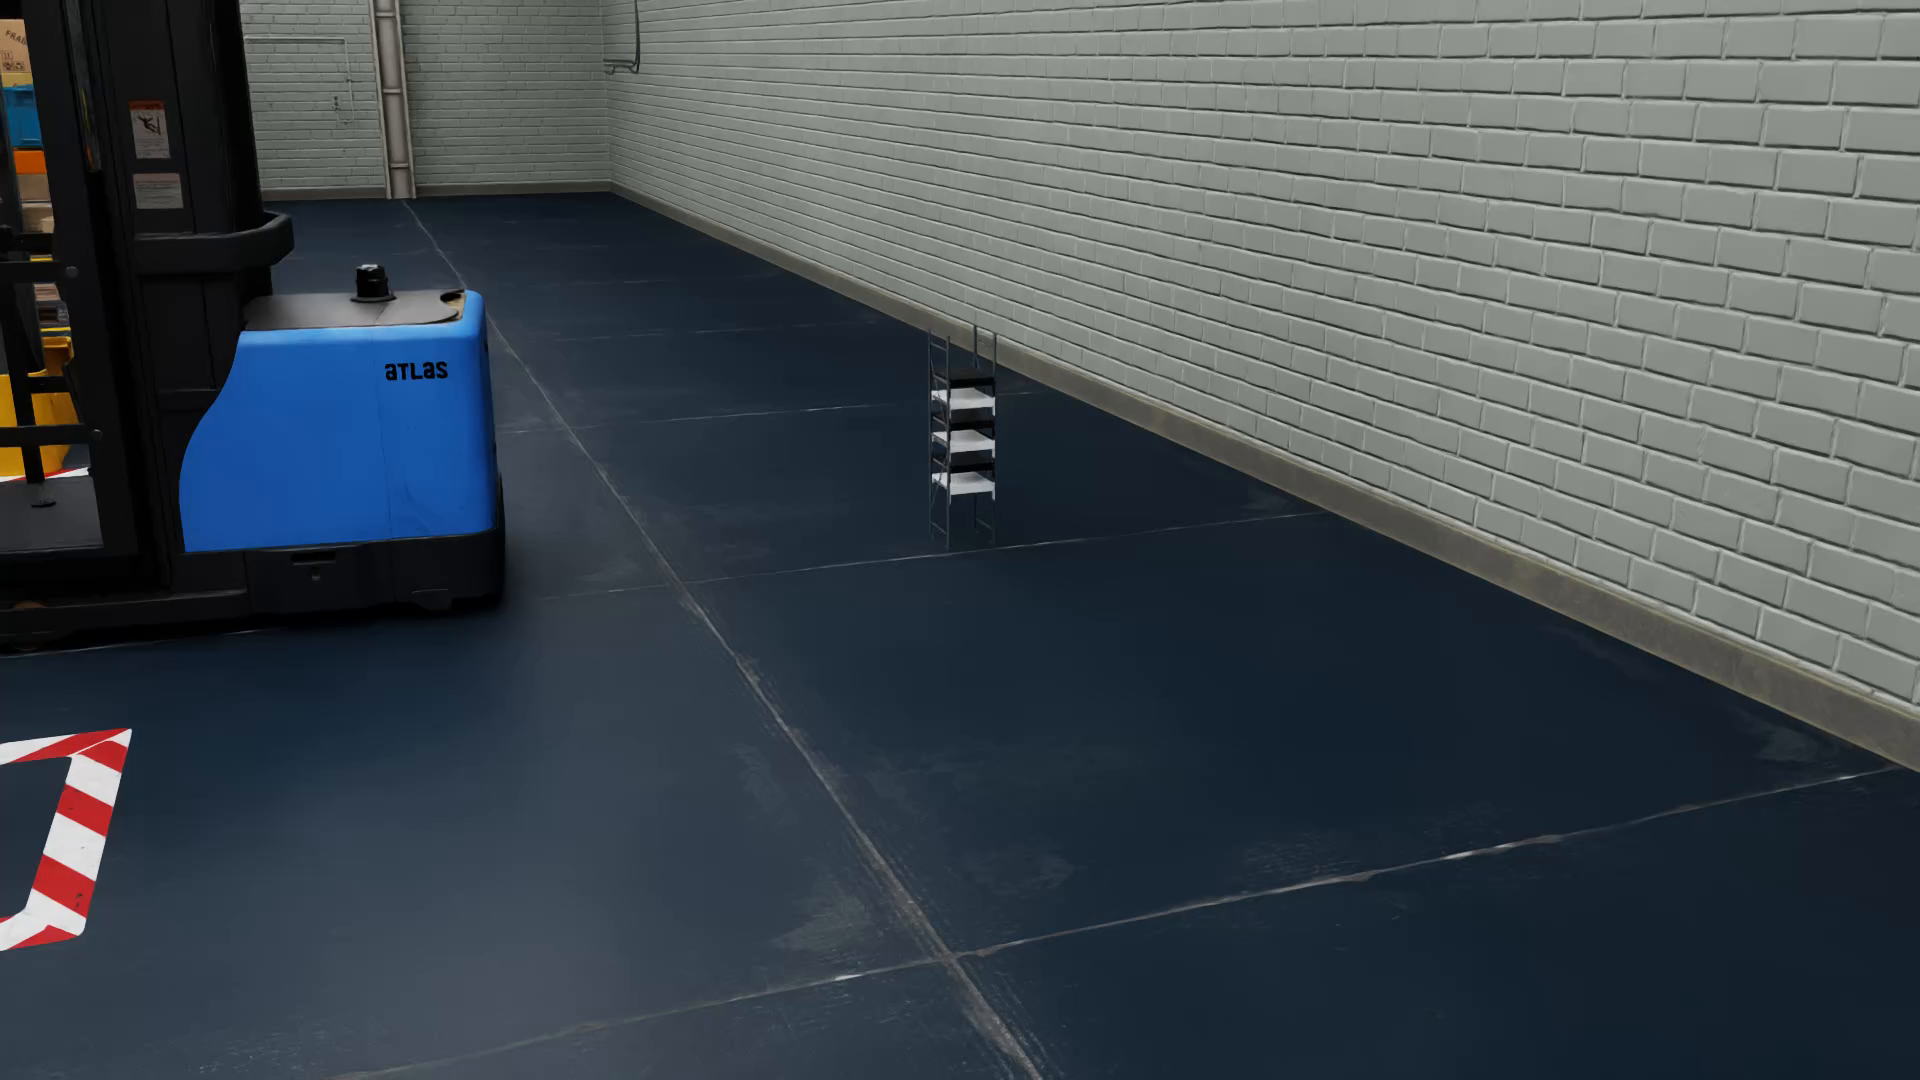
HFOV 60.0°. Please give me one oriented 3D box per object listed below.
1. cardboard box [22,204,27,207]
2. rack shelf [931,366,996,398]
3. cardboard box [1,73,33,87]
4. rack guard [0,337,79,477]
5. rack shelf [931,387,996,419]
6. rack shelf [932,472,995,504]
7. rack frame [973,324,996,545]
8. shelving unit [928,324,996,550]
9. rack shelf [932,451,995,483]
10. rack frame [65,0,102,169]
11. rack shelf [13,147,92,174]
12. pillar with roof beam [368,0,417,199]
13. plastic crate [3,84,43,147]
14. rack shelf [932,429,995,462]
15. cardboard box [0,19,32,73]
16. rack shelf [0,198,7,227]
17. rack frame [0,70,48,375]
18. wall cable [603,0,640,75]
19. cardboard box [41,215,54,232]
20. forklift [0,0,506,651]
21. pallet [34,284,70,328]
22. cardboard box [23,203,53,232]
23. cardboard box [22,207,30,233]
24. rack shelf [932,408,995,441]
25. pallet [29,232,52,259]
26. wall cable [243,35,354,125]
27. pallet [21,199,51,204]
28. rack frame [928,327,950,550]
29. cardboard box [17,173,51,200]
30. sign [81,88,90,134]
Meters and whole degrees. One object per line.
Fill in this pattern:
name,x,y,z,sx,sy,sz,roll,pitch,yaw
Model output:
cardboard box,-9.939,-3.325,17.196,0.500,0.250,0.500,-6,17,-20
rack shelf,0.008,-0.660,6.908,0.200,0.077,0.258,-6,17,-20
cardboard box,-9.200,-4.392,16.554,0.500,0.500,0.500,-6,17,-20
rack guard,-4.832,-0.710,8.630,0.348,0.500,1.175,-6,17,-20
rack shelf,0.008,-0.573,6.933,0.200,0.077,0.258,-6,17,-20
rack shelf,0.008,-0.228,7.034,0.200,0.077,0.258,-6,17,-20
rack frame,0.103,-0.443,7.009,0.006,0.900,0.240,-6,17,-20
shelving unit,0.008,-0.433,6.974,0.210,0.900,0.258,-6,17,-20
rack shelf,0.008,-0.314,7.009,0.200,0.077,0.258,-6,17,-20
rack frame,-6.627,-3.210,12.707,0.127,3.000,1.000,-6,17,-20
rack shelf,-8.495,-2.664,12.122,4.000,0.370,1.077,-6,17,-20
pillar with roof beam,-6.420,-8.063,18.583,0.400,9.000,9.100,-6,17,-20
plastic crate,-6.873,-3.173,12.412,0.499,0.435,0.616,-6,17,-20
rack shelf,0.008,-0.401,6.984,0.200,0.077,0.258,-6,17,-20
cardboard box,-9.185,-4.873,16.418,0.500,0.500,0.500,-6,17,-19
rack shelf,-6.722,-1.361,7.684,4.000,0.370,1.077,-6,17,-20
rack frame,-4.855,-1.907,8.270,0.127,3.000,1.000,-6,17,-20
wall cable,-4.763,-7.682,22.797,0.112,2.526,3.097,-6,17,-20
cardboard box,-9.226,-3.229,17.018,0.250,0.166,0.380,-6,17,-20
forklift,-3.286,-1.172,5.886,3.031,2.935,1.130,-4,17,-14
pallet,-7.411,-1.800,12.852,1.213,0.211,1.003,-6,17,-20
cardboard box,-9.472,-3.375,17.368,0.500,0.250,0.500,-6,17,-20
cardboard box,-9.713,-3.198,16.765,0.500,0.250,0.500,-6,17,-20
rack shelf,0.008,-0.487,6.958,0.200,0.077,0.258,-6,17,-20
pallet,-9.211,-3.088,17.239,1.213,0.211,1.003,-6,17,-20
wall cable,-9.315,-6.683,22.728,1.851,1.984,0.084,-6,17,-20
pallet,-12.028,-4.256,21.217,1.213,0.211,1.003,-6,17,-20
rack frame,-0.087,-0.422,6.939,0.006,0.900,0.240,-6,17,-20
cardboard box,-11.727,-4.621,21.202,0.500,0.500,0.700,-7,18,-22
sign,-6.415,-3.146,12.197,0.005,0.325,0.100,-6,17,-20
